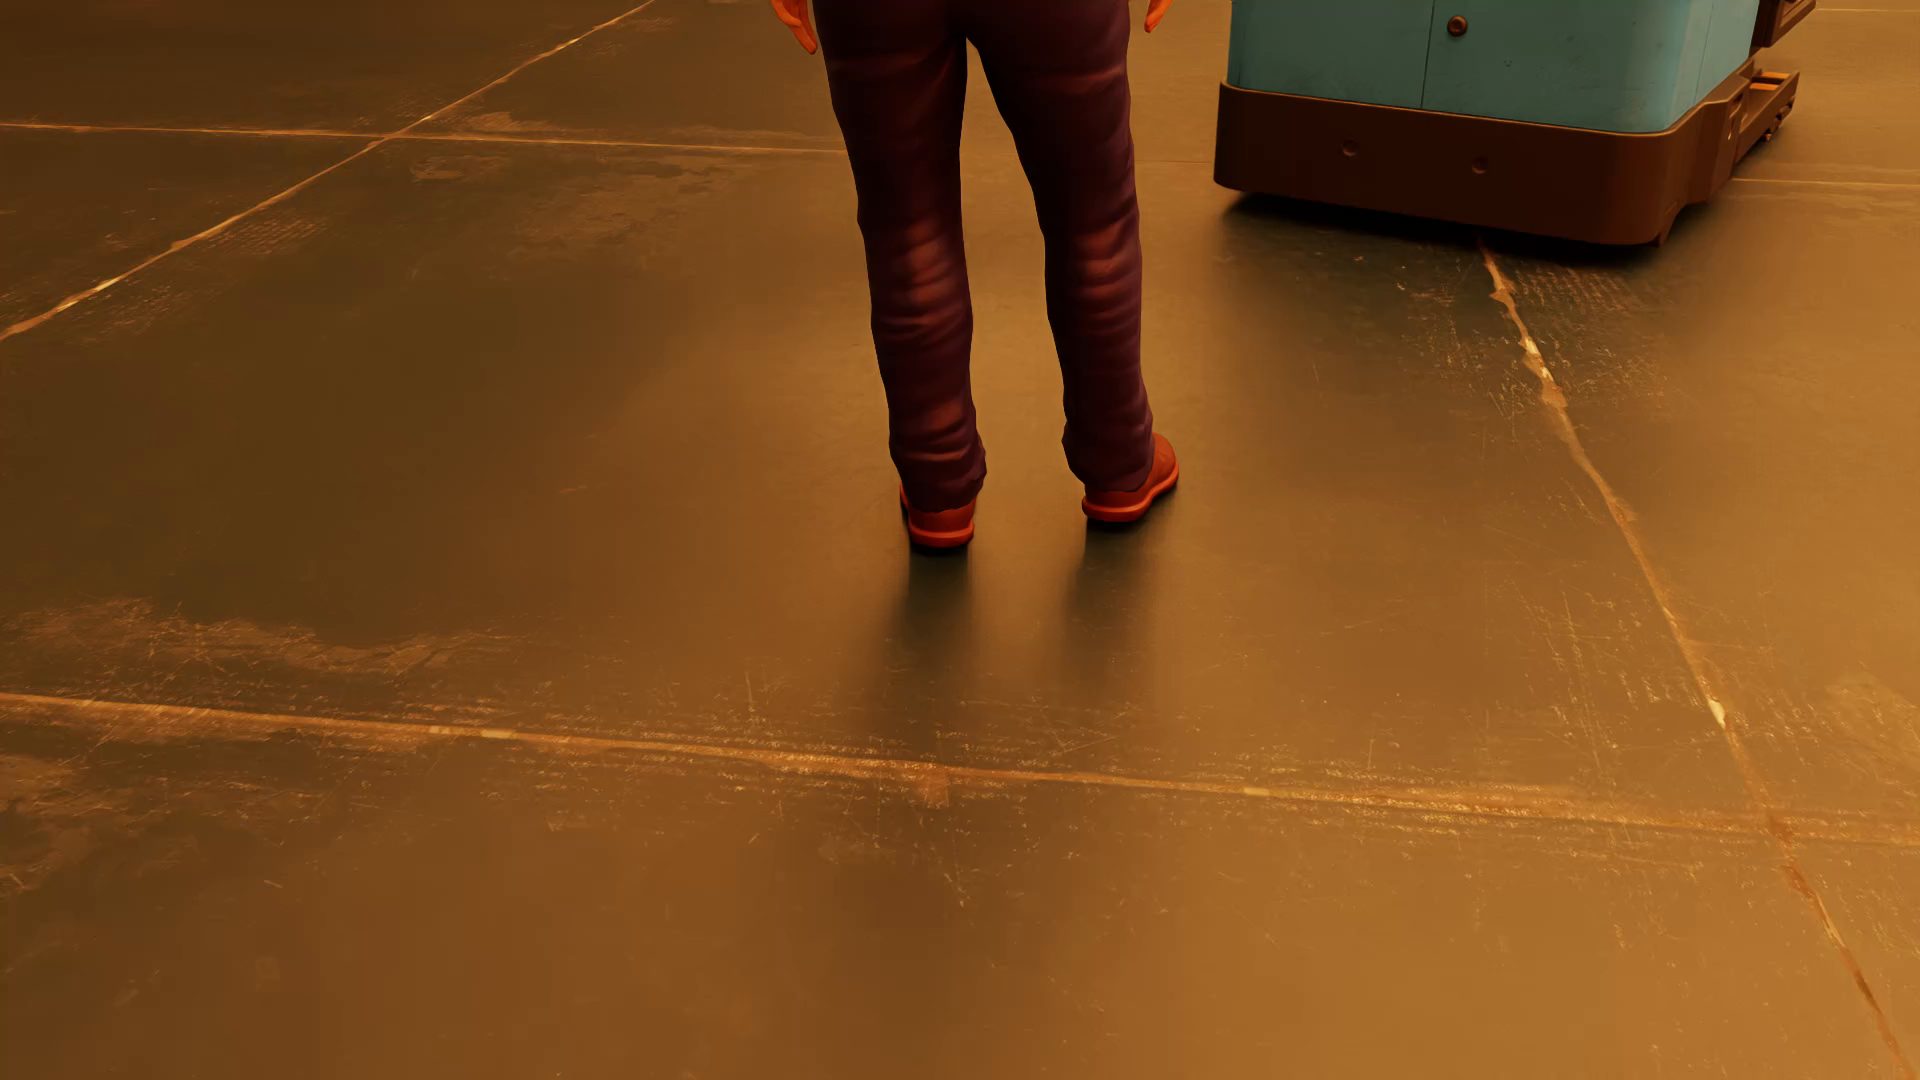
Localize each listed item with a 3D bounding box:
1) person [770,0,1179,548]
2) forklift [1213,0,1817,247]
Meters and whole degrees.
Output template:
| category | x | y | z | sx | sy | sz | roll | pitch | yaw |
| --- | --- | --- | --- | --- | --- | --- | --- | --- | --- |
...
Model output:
| category | x | y | z | sx | sy | sz | roll | pitch | yaw |
| --- | --- | --- | --- | --- | --- | --- | --- | --- | --- |
| person | 0.034 | -0.782 | 2.205 | 0.599 | 1.650 | 0.503 | 3 | 27 | 7 |
| forklift | 1.844 | -2.566 | 4.361 | 1.130 | 2.935 | 3.031 | 16 | 31 | 29 |
